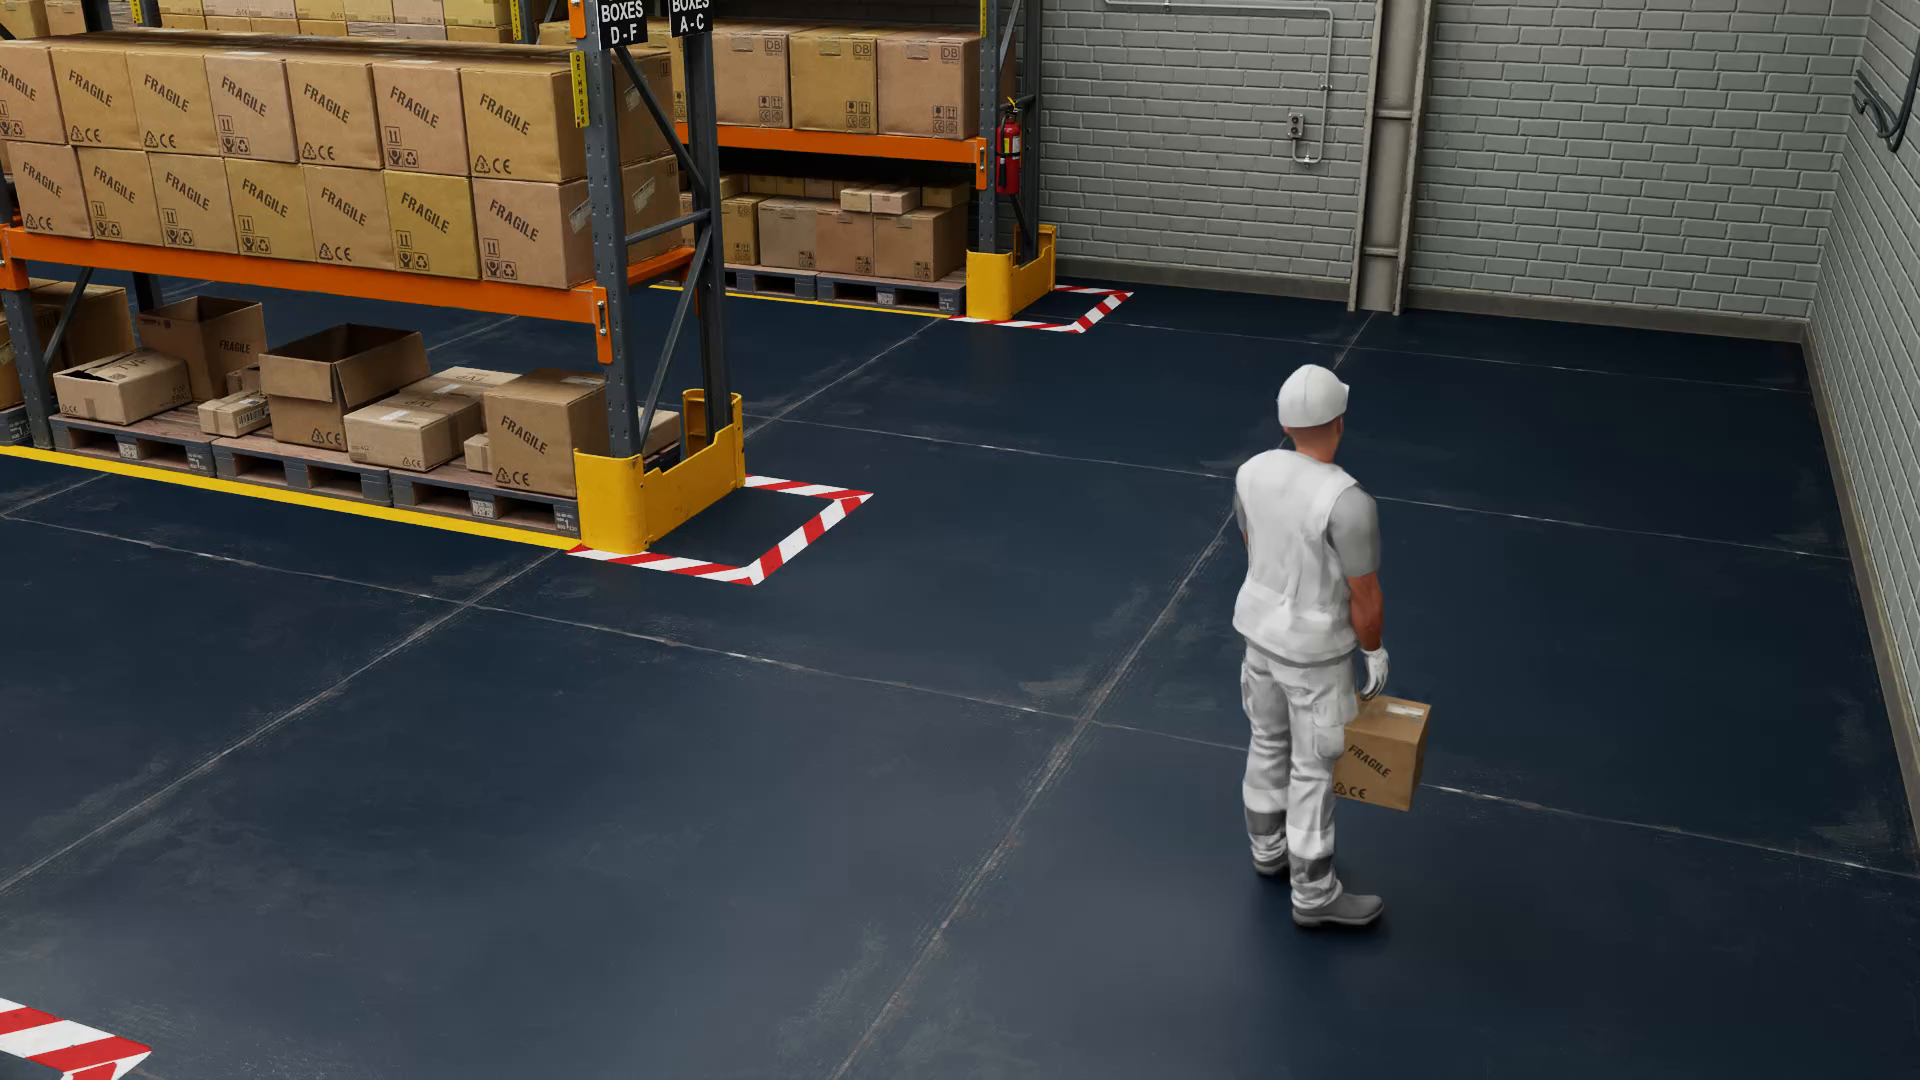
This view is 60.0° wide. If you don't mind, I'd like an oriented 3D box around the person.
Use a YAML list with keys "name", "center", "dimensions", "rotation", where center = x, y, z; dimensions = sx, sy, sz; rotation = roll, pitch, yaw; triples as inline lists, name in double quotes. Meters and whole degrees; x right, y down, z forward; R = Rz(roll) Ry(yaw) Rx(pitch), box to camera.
- name: "person"
  center: [1.130, 0.322, 5.200]
  dimensions: [0.465, 1.797, 0.578]
  rotation: [-14, 26, -31]
